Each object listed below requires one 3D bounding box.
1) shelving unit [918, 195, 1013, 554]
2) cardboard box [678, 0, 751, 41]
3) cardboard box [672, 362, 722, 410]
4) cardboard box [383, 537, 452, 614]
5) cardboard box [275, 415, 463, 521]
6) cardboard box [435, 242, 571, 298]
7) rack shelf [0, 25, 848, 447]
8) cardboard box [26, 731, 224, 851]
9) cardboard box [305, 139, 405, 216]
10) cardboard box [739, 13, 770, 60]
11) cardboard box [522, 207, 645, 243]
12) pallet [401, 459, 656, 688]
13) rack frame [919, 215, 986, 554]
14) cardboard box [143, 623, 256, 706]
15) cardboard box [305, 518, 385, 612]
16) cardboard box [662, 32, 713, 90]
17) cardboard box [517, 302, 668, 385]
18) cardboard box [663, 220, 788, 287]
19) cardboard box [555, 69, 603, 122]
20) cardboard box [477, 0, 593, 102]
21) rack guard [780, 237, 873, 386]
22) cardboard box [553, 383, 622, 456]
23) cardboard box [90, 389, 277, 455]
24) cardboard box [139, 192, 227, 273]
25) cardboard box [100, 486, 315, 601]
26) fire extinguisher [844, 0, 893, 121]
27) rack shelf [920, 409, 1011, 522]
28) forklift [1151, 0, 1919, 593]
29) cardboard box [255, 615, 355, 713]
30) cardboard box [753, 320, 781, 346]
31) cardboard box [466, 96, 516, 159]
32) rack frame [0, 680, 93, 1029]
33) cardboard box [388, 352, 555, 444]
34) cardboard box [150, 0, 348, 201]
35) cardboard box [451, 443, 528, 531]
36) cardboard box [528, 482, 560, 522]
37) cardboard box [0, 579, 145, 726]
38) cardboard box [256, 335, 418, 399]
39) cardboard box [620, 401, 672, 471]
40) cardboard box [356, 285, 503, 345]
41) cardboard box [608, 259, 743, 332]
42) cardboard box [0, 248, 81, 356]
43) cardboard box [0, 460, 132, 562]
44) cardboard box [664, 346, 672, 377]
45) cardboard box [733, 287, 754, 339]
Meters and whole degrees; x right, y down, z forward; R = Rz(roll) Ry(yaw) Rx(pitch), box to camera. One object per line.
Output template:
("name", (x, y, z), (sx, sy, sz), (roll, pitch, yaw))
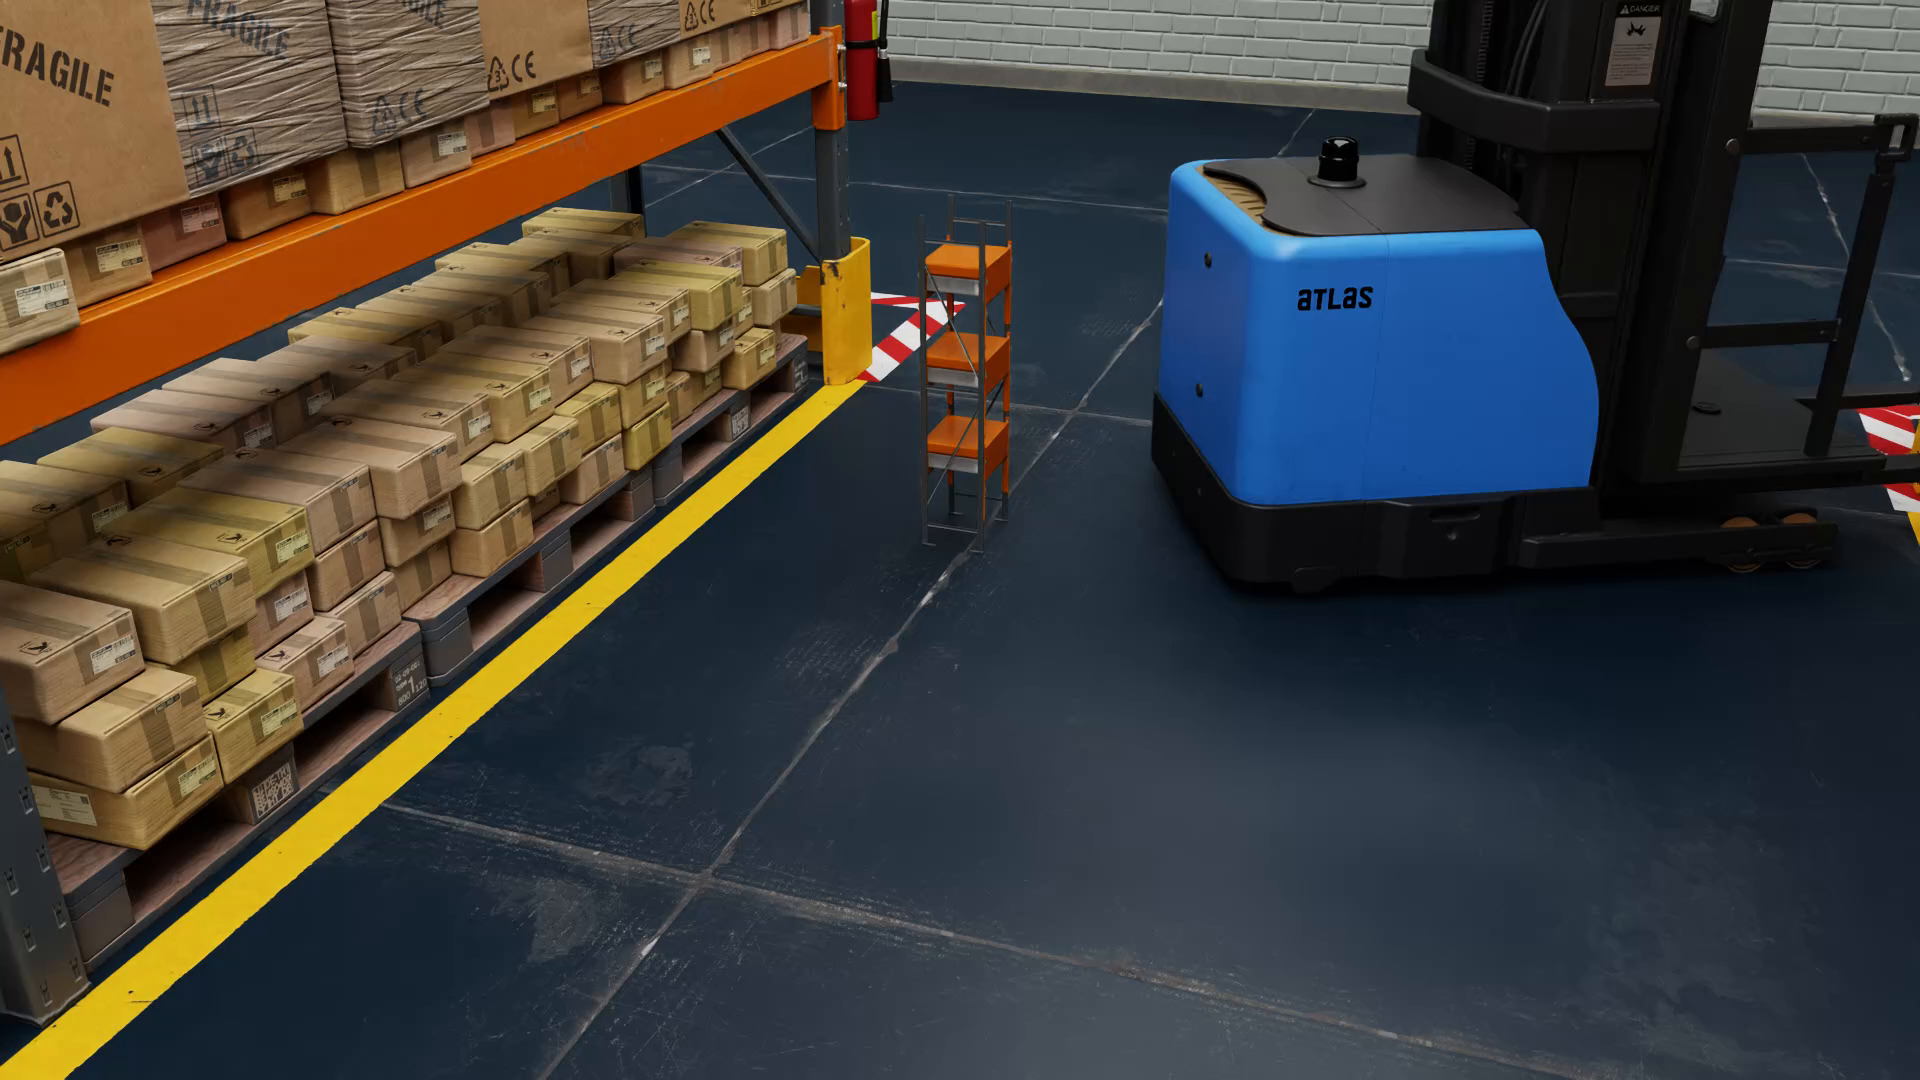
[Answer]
("shelving unit", (0.018, -0.495, 5.067), (0.215, 1.050, 0.252), (9, 27, 17))
("cardboard box", (-1.002, -1.877, 5.229), (0.500, 0.500, 0.500), (8, 27, 17))
("cardboard box", (-1.057, -0.574, 5.783), (0.380, 0.149, 0.250), (9, 27, 17))
("cardboard box", (-1.610, 0.058, 4.479), (0.380, 0.149, 0.250), (8, 27, 15))
("cardboard box", (-1.528, -0.191, 4.310), (0.380, 0.149, 0.250), (9, 27, 19))
("cardboard box", (-1.597, -0.923, 5.821), (0.380, 0.149, 0.250), (9, 27, 17))
("rack shelf", (-1.585, -0.985, 4.669), (1.077, 0.370, 4.000), (9, 27, 17))
("cardboard box", (-1.826, 0.504, 3.557), (0.380, 0.149, 0.250), (8, 27, 15))
("cardboard box", (-1.551, -0.882, 3.919), (0.380, 0.149, 0.250), (9, 27, 18))
("cardboard box", (-0.879, -1.746, 5.703), (0.380, 0.149, 0.250), (9, 27, 17))
("cardboard box", (-1.414, -1.139, 6.267), (0.380, 0.149, 0.250), (8, 27, 15))
("pallet", (-1.656, -0.016, 5.042), (1.003, 0.211, 1.213), (9, 27, 17))
("rack frame", (-0.023, -0.444, 4.963), (0.200, 1.050, 0.008), (9, 27, 17))
("cardboard box", (-1.828, 0.253, 3.733), (0.380, 0.149, 0.250), (9, 27, 18))
("cardboard box", (-1.689, 0.037, 4.179), (0.380, 0.149, 0.250), (7, 27, 15))
("cardboard box", (-1.011, -1.533, 5.262), (0.380, 0.149, 0.250), (9, 27, 19))
("cardboard box", (-1.143, -0.615, 5.185), (0.380, 0.149, 0.250), (10, 28, 19))
("cardboard box", (-0.856, -1.050, 6.084), (0.380, 0.149, 0.250), (9, 27, 18))
("cardboard box", (-1.273, -1.327, 4.836), (0.380, 0.149, 0.250), (8, 27, 15))
("cardboard box", (-1.338, -1.464, 4.375), (0.500, 0.500, 0.500), (10, 28, 20))
("rack guard", (-0.944, -0.975, 6.690), (1.175, 0.500, 0.348), (9, 27, 17))
("cardboard box", (-1.260, -0.381, 5.044), (0.380, 0.149, 0.250), (10, 28, 20))
("cardboard box", (-2.091, -0.279, 4.491), (0.380, 0.149, 0.250), (7, 27, 15))
("cardboard box", (-1.792, -0.677, 3.495), (0.380, 0.149, 0.250), (8, 27, 15))
("cardboard box", (-1.755, 0.012, 3.890), (0.380, 0.149, 0.250), (8, 27, 17))
("fire extinguisher", (-0.400, -1.965, 6.383), (0.296, 0.674, 0.183), (9, 27, 17))
("rack shelf", (0.018, -0.235, 5.192), (0.215, 0.259, 0.240), (9, 27, 17))
("forklift", (2.210, -1.444, 4.869), (3.031, 2.935, 1.130), (-4, 26, -7))
("cardboard box", (-1.704, 0.285, 4.010), (0.380, 0.149, 0.250), (9, 27, 17))
("cardboard box", (-0.898, -0.790, 6.230), (0.380, 0.149, 0.250), (9, 27, 18))
("cardboard box", (-1.410, -1.108, 4.385), (0.380, 0.149, 0.250), (10, 28, 19))
("rack frame", (-2.250, -0.487, 2.814), (1.000, 3.000, 0.127), (9, 27, 17))
("cardboard box", (-1.396, -0.411, 4.764), (0.380, 0.149, 0.250), (9, 27, 18))
("cardboard box", (-1.690, -1.038, 3.495), (0.500, 0.500, 0.500), (9, 27, 17))
("cardboard box", (-1.431, -0.167, 4.600), (0.380, 0.149, 0.250), (9, 27, 17))
("cardboard box", (-1.417, -0.154, 4.916), (0.380, 0.149, 0.250), (10, 27, 19))
("cardboard box", (-1.940, 0.227, 3.445), (0.380, 0.149, 0.250), (10, 28, 20))
("cardboard box", (-1.827, -0.478, 4.902), (0.380, 0.149, 0.250), (9, 27, 18))
("cardboard box", (-1.152, -0.357, 5.334), (0.380, 0.149, 0.250), (8, 27, 15))
("cardboard box", (-1.702, -0.697, 5.353), (0.380, 0.149, 0.250), (10, 28, 19))
("cardboard box", (-0.960, -0.831, 5.630), (0.380, 0.149, 0.250), (8, 27, 16))
("cardboard box", (-1.847, -0.443, 3.012), (0.380, 0.149, 0.250), (10, 28, 19))
("cardboard box", (-2.254, -0.059, 4.037), (0.380, 0.149, 0.250), (8, 27, 17))
("cardboard box", (-1.183, -0.603, 5.502), (0.380, 0.149, 0.250), (8, 27, 17))
("cardboard box", (-0.963, -0.813, 5.935), (0.380, 0.149, 0.250), (8, 27, 16))
